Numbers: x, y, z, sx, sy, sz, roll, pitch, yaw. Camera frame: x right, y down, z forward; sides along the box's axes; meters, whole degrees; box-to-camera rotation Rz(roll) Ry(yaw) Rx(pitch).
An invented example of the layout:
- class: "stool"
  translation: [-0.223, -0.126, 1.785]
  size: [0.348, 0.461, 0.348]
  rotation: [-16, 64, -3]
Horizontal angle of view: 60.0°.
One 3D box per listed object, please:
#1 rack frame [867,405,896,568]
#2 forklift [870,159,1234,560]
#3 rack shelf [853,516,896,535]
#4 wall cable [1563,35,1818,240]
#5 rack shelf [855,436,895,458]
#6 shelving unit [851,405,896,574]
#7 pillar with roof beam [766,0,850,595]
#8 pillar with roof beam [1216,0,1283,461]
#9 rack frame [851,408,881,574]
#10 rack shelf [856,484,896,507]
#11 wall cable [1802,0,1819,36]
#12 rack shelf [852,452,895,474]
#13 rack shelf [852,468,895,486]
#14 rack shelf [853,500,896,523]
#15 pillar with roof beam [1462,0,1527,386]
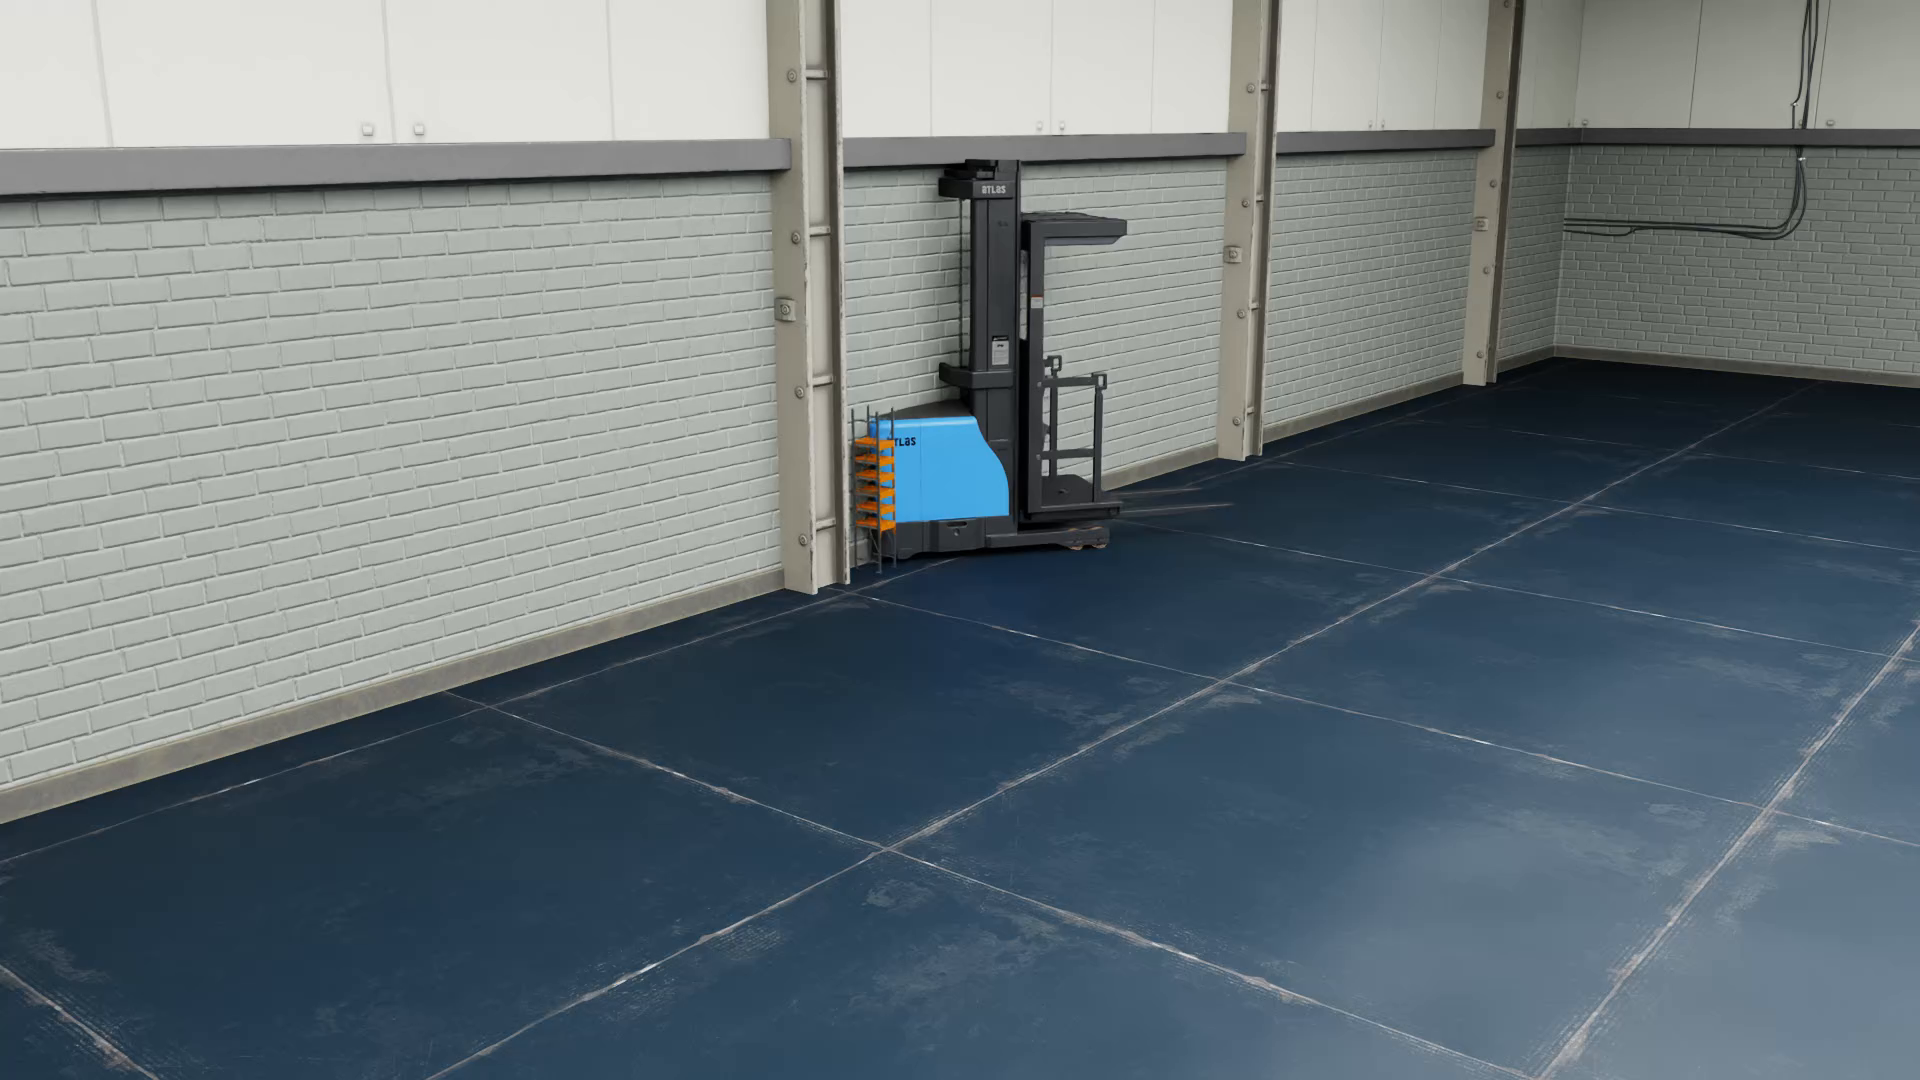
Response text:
- class: "rack frame"
  translation: [-0.576, -0.389, 12.213]
  size: [0.240, 1.200, 0.006]
  rotation: [10, 18, 33]
- class: "forklift"
  translation: [0.656, -1.462, 12.924]
  size: [3.031, 2.935, 1.130]
  rotation: [-4, 15, -16]
- class: "rack shelf"
  translation: [-0.626, -0.095, 12.211]
  size: [0.258, 0.103, 0.180]
  rotation: [10, 18, 33]
- class: "wall cable"
  translation: [9.396, -5.193, 21.596]
  size: [3.097, 2.526, 0.112]
  rotation: [11, 18, 38]
- class: "rack shelf"
  translation: [-0.629, -0.675, 12.060]
  size: [0.258, 0.103, 0.180]
  rotation: [10, 18, 33]
- class: "shelving unit"
  translation: [-0.628, -0.370, 12.140]
  size: [0.258, 1.200, 0.189]
  rotation: [10, 18, 33]
- class: "pillar with roof beam"
  translation: [2.322, -3.374, 8.129]
  size: [9.100, 9.000, 0.400]
  rotation: [11, 18, 38]
- class: "pillar with roof beam"
  translation: [6.093, -4.523, 12.653]
  size: [9.100, 9.000, 0.400]
  rotation: [11, 18, 38]
- class: "rack frame"
  translation: [-0.679, -0.351, 12.067]
  size: [0.240, 1.200, 0.006]
  rotation: [10, 18, 33]
- class: "rack shelf"
  translation: [-0.627, -0.327, 12.151]
  size: [0.258, 0.103, 0.180]
  rotation: [10, 18, 33]
- class: "wall cable"
  translation: [11.500, -7.222, 19.326]
  size: [3.097, 2.526, 0.112]
  rotation: [11, 18, 38]
- class: "rack shelf"
  translation: [-0.628, -0.559, 12.090]
  size: [0.258, 0.103, 0.180]
  rotation: [10, 18, 33]
- class: "rack shelf"
  translation: [-0.628, -0.443, 12.121]
  size: [0.258, 0.103, 0.180]
  rotation: [10, 18, 33]
- class: "rack shelf"
  translation: [-0.627, -0.211, 12.181]
  size: [0.258, 0.103, 0.180]
  rotation: [10, 18, 33]
- class: "pillar with roof beam"
  translation: [9.865, -5.673, 17.176]
  size: [9.100, 9.000, 0.400]
  rotation: [11, 18, 38]
